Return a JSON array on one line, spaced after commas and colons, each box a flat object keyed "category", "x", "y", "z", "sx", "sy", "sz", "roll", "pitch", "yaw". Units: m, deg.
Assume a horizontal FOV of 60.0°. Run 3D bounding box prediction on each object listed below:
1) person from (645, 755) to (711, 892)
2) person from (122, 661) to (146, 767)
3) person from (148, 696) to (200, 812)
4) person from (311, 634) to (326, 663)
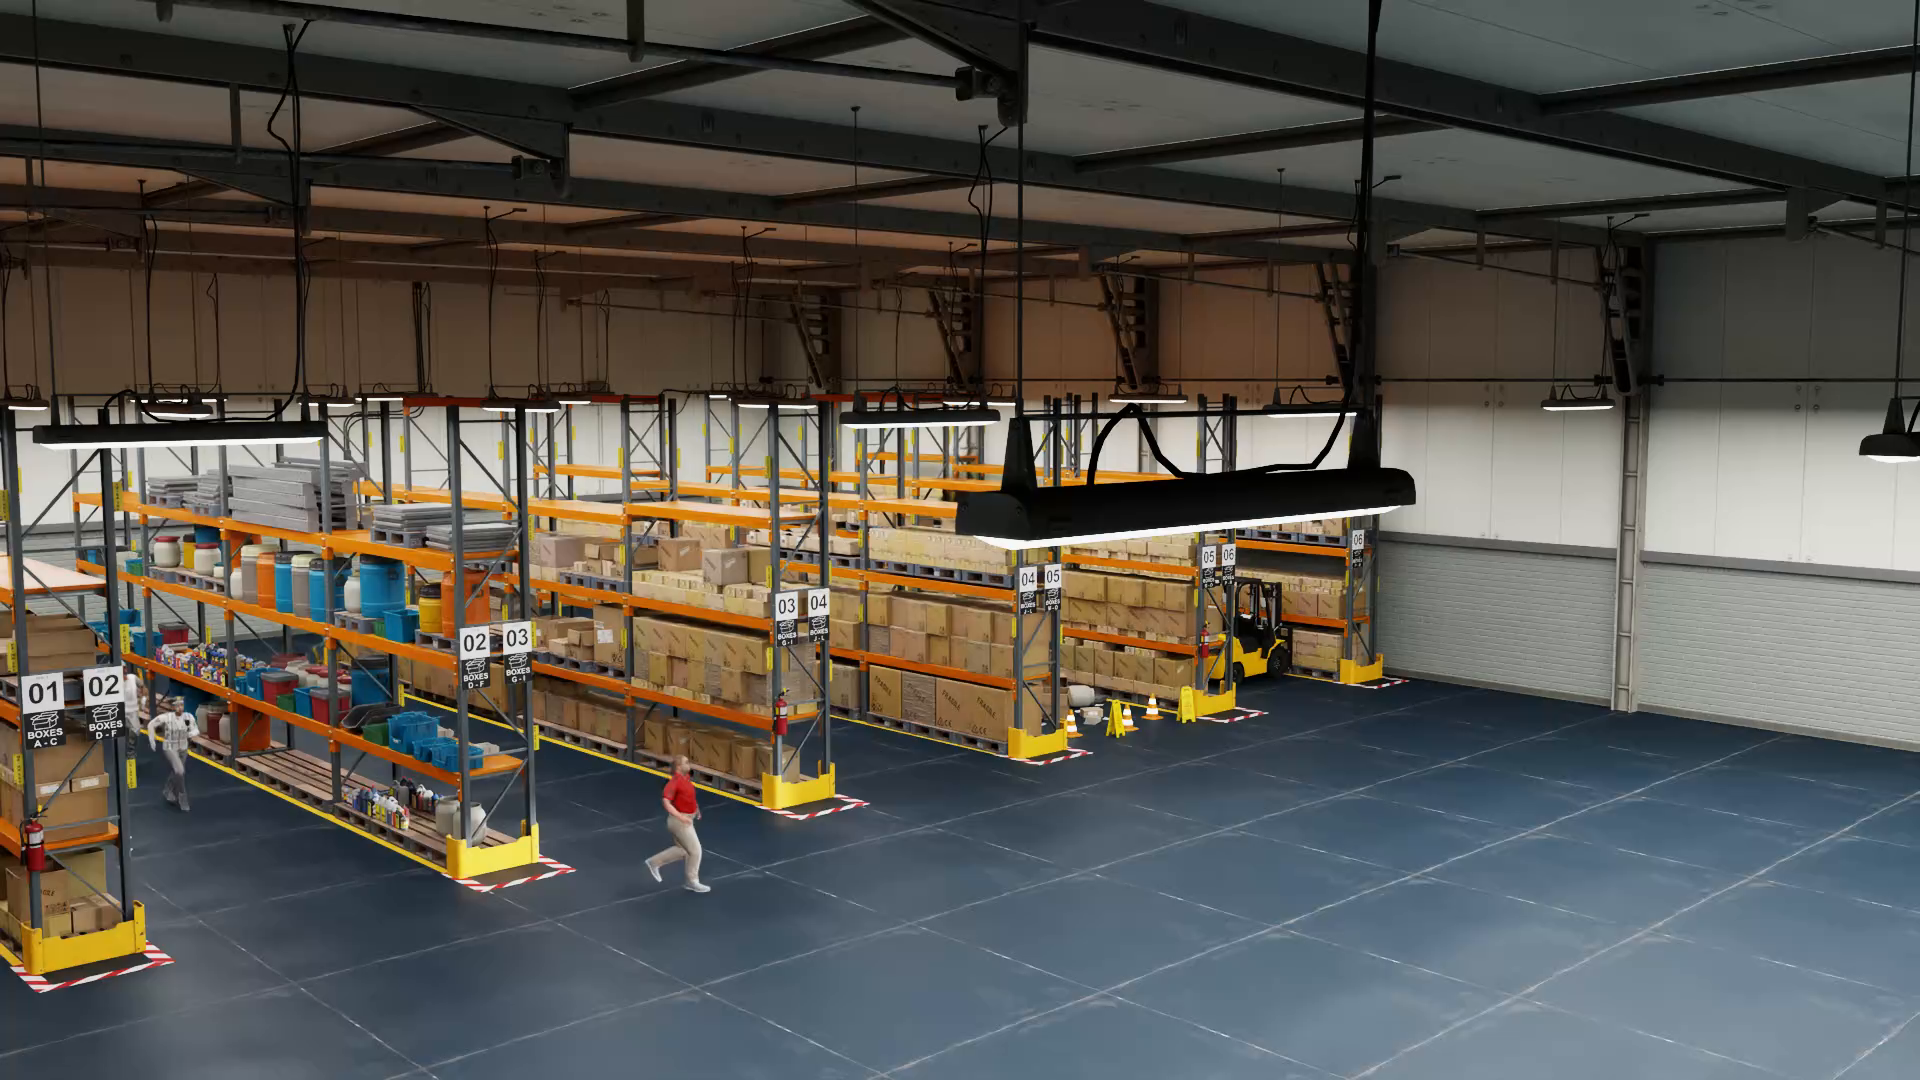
[{"category": "person", "x": -3.509, "y": 3.507, "z": 20.585, "sx": 0.818, "sy": 1.719, "sz": 0.662, "roll": 0, "pitch": 6, "yaw": -2}, {"category": "person", "x": -13.625, "y": 2.840, "z": 27.137, "sx": 0.689, "sy": 1.789, "sz": 0.724, "roll": -3, "pitch": 6, "yaw": -31}, {"category": "person", "x": -11.588, "y": 3.128, "z": 24.551, "sx": 0.828, "sy": 1.726, "sz": 0.636, "roll": 5, "pitch": 7, "yaw": 42}, {"category": "person", "x": -14.233, "y": 1.890, "z": 37.122, "sx": 0.569, "sy": 1.714, "sz": 0.710, "roll": -4, "pitch": 7, "yaw": -36}]
